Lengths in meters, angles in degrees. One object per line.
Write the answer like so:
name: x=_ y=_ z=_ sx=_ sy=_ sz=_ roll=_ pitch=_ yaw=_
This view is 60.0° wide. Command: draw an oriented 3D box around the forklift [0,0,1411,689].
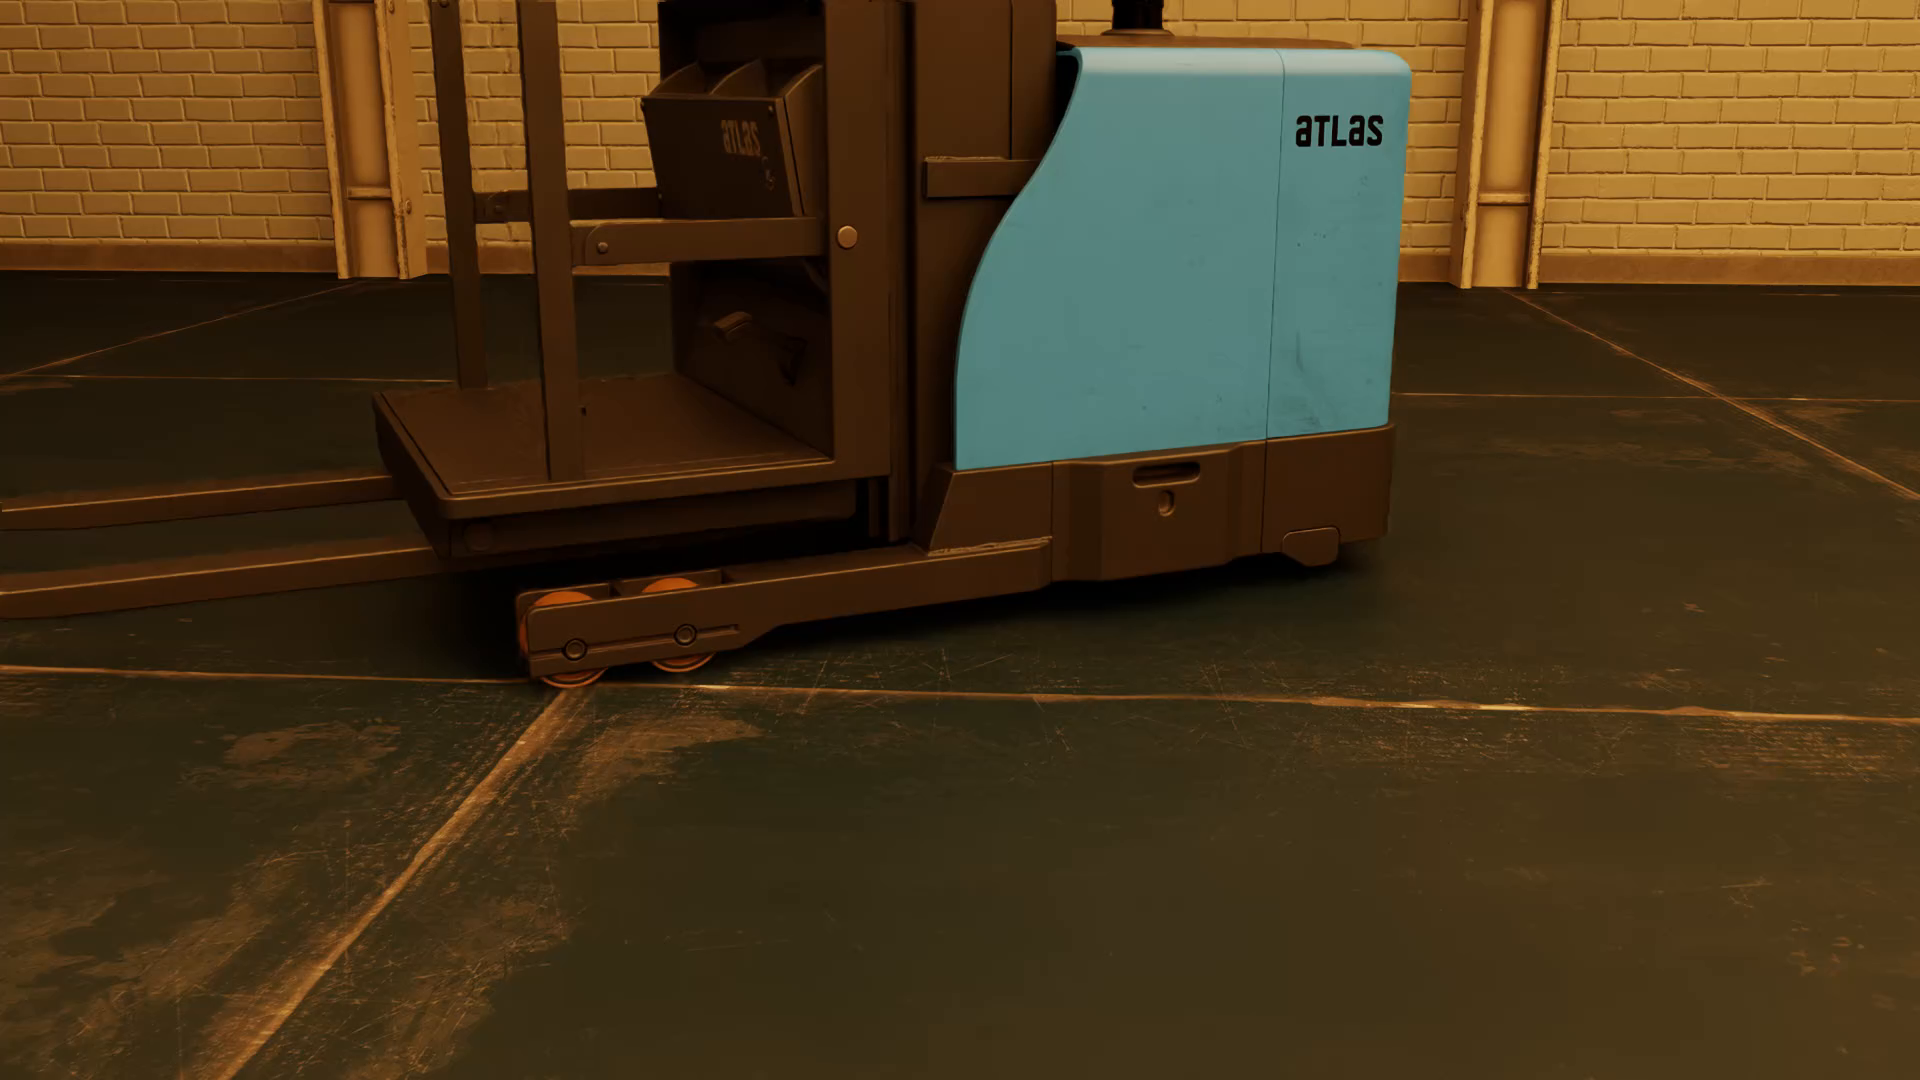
forklift: x=-0.632 y=-1.315 z=3.065 sx=3.031 sy=2.935 sz=1.130 roll=-7 pitch=17 yaw=-24
